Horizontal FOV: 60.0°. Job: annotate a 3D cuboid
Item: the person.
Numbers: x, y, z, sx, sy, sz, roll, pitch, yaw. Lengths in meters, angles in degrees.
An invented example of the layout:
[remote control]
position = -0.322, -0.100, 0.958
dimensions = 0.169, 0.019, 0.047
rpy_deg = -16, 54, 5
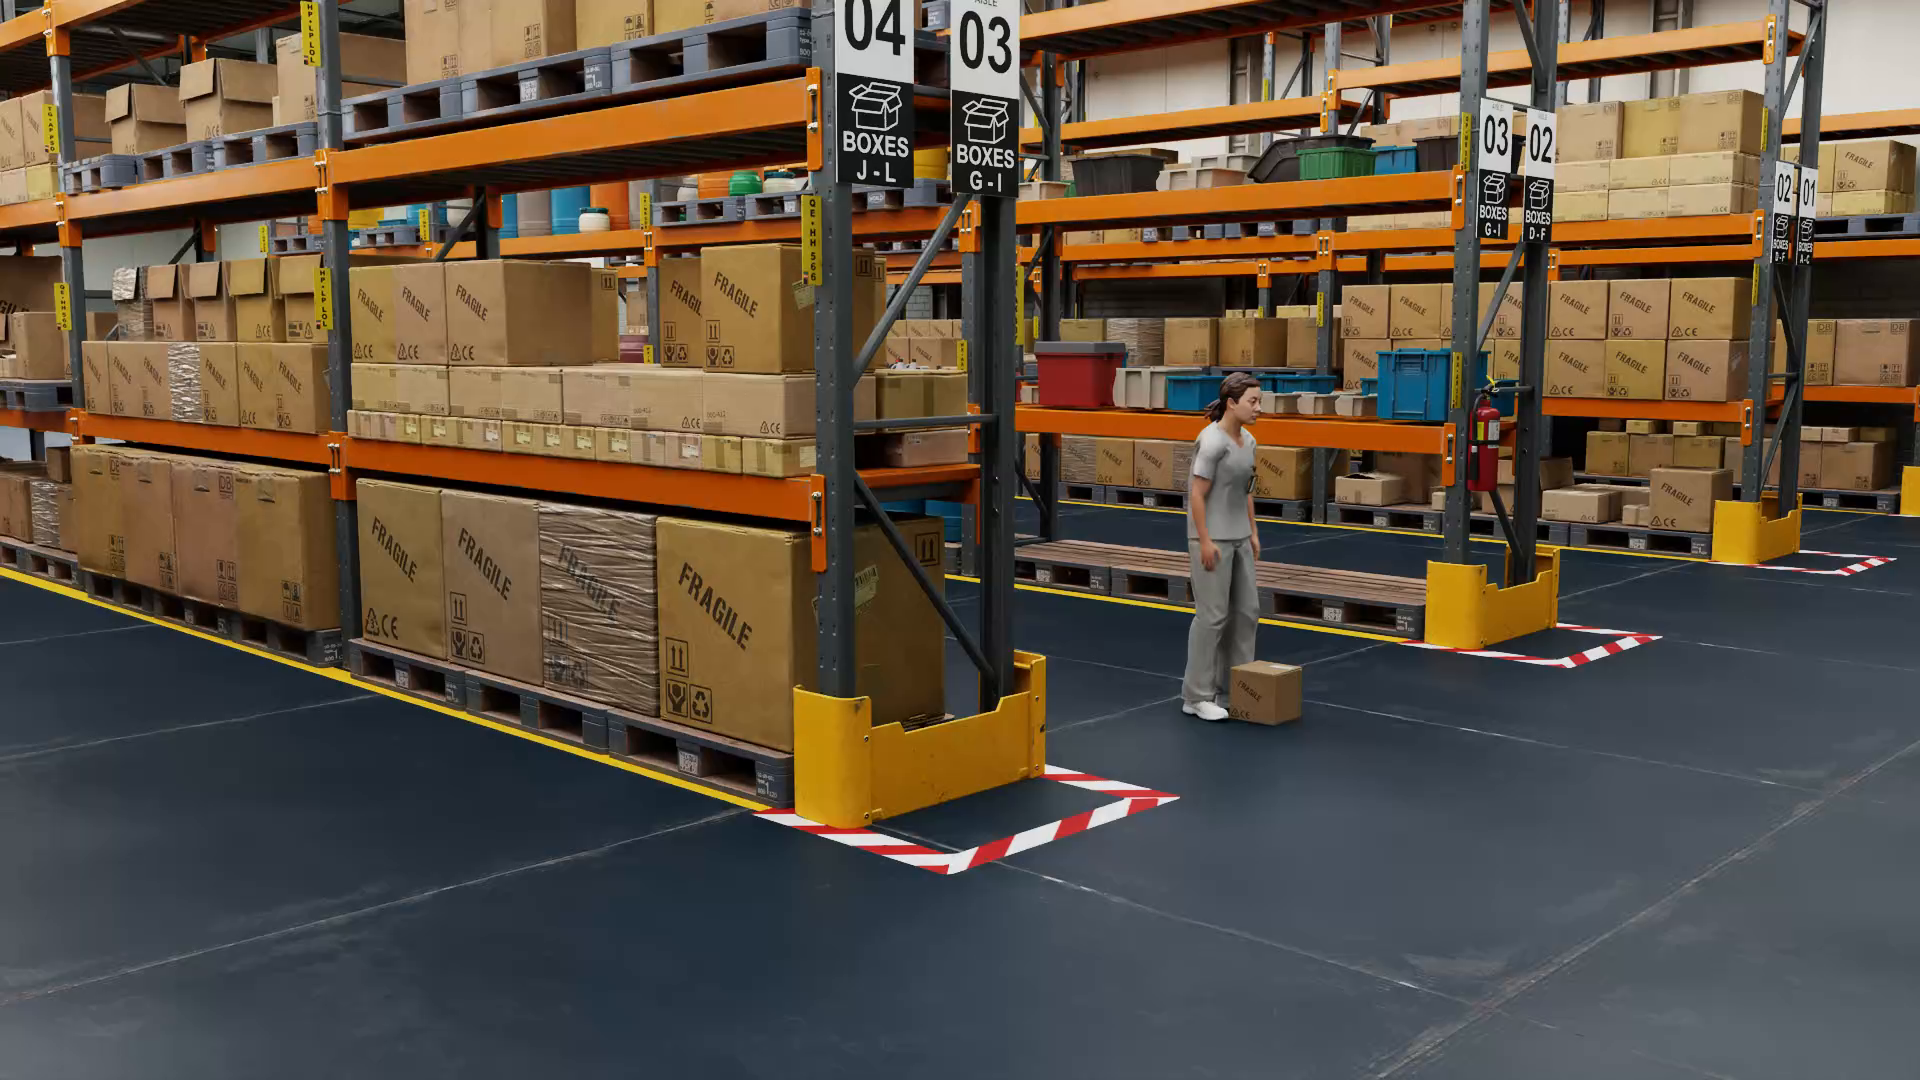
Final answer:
[person]
position = 1.321, 0.017, 8.132
dimensions = 0.406, 1.673, 0.504
rpy_deg = 6, 10, 42
